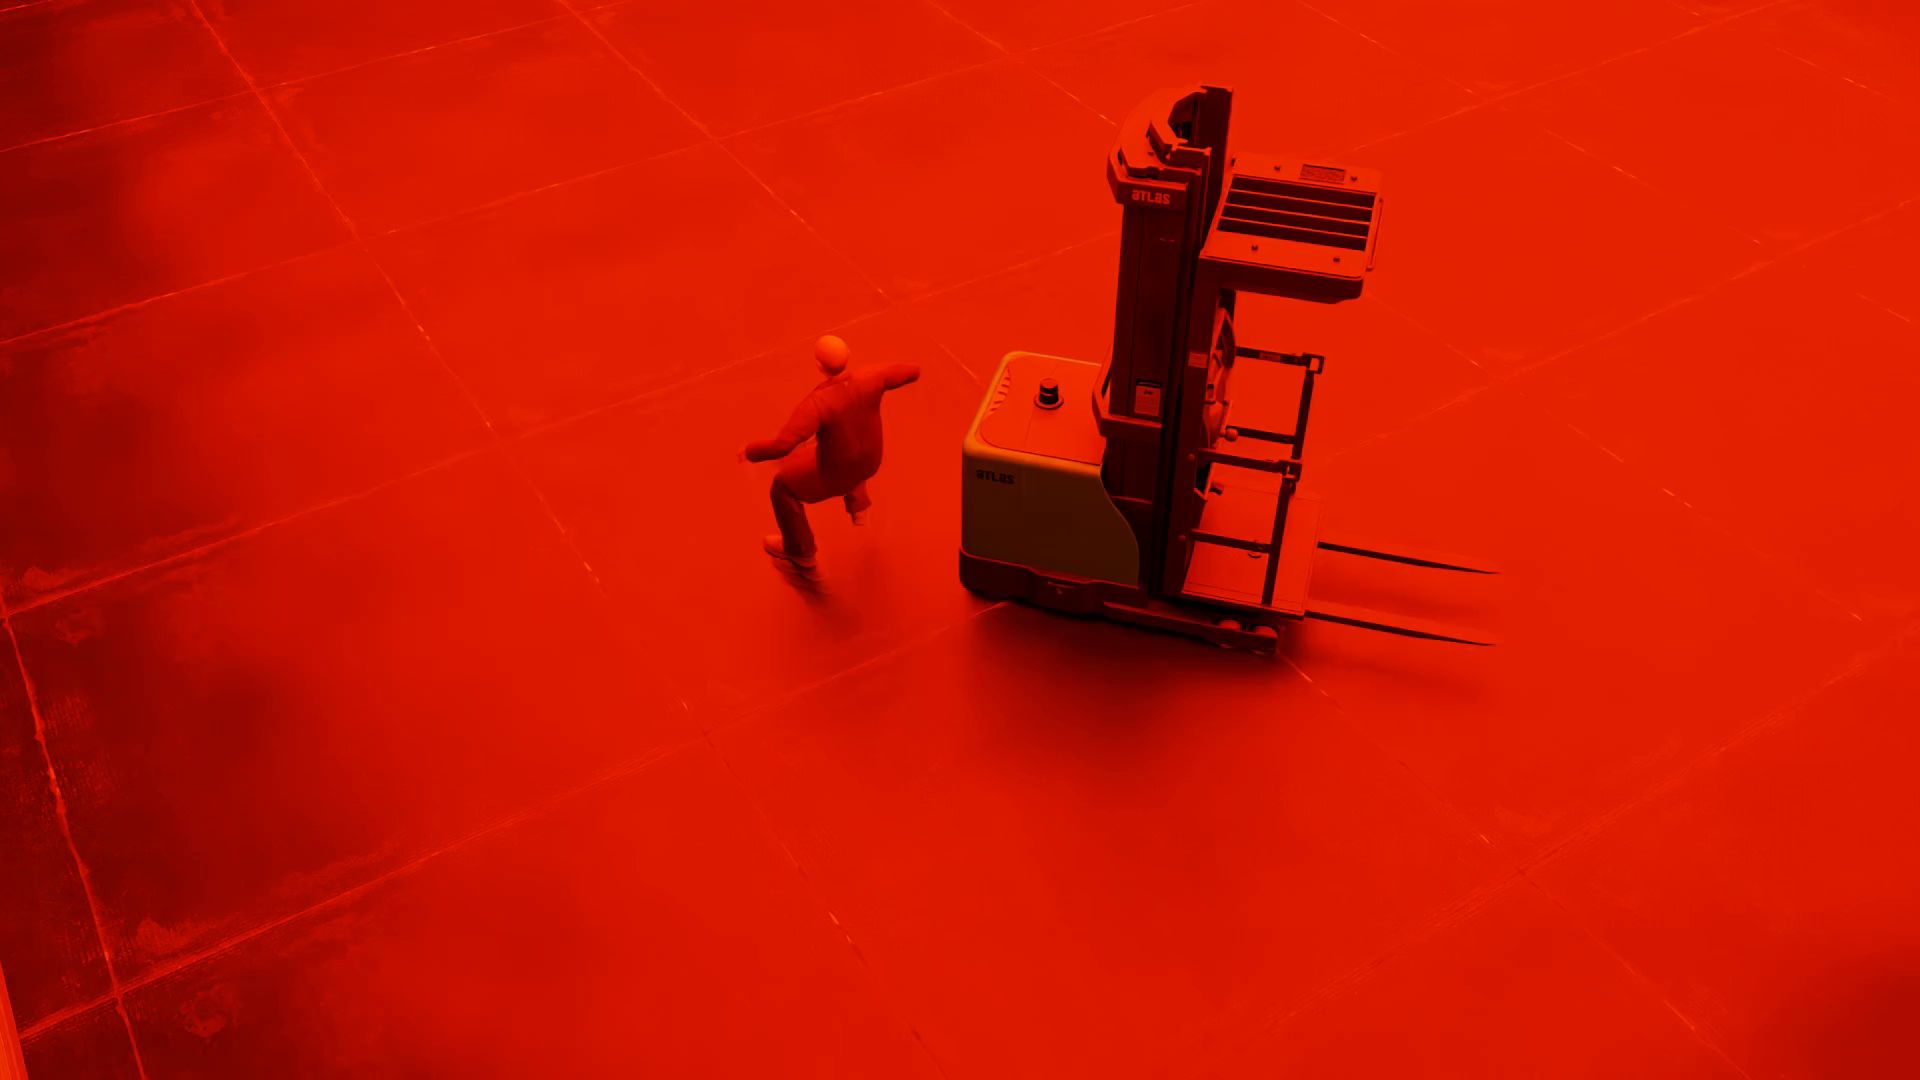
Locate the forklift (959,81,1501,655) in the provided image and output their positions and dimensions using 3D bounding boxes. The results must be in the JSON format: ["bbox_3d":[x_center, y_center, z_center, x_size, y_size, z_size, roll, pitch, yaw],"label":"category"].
[{"bbox_3d":[1.569,-0.848,8.841,3.031,2.935,1.130,11,42,12],"label":"forklift"}]

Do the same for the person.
[{"bbox_3d":[-0.749,-0.529,9.475,1.089,1.614,0.609,-22,46,-23],"label":"person"}]
